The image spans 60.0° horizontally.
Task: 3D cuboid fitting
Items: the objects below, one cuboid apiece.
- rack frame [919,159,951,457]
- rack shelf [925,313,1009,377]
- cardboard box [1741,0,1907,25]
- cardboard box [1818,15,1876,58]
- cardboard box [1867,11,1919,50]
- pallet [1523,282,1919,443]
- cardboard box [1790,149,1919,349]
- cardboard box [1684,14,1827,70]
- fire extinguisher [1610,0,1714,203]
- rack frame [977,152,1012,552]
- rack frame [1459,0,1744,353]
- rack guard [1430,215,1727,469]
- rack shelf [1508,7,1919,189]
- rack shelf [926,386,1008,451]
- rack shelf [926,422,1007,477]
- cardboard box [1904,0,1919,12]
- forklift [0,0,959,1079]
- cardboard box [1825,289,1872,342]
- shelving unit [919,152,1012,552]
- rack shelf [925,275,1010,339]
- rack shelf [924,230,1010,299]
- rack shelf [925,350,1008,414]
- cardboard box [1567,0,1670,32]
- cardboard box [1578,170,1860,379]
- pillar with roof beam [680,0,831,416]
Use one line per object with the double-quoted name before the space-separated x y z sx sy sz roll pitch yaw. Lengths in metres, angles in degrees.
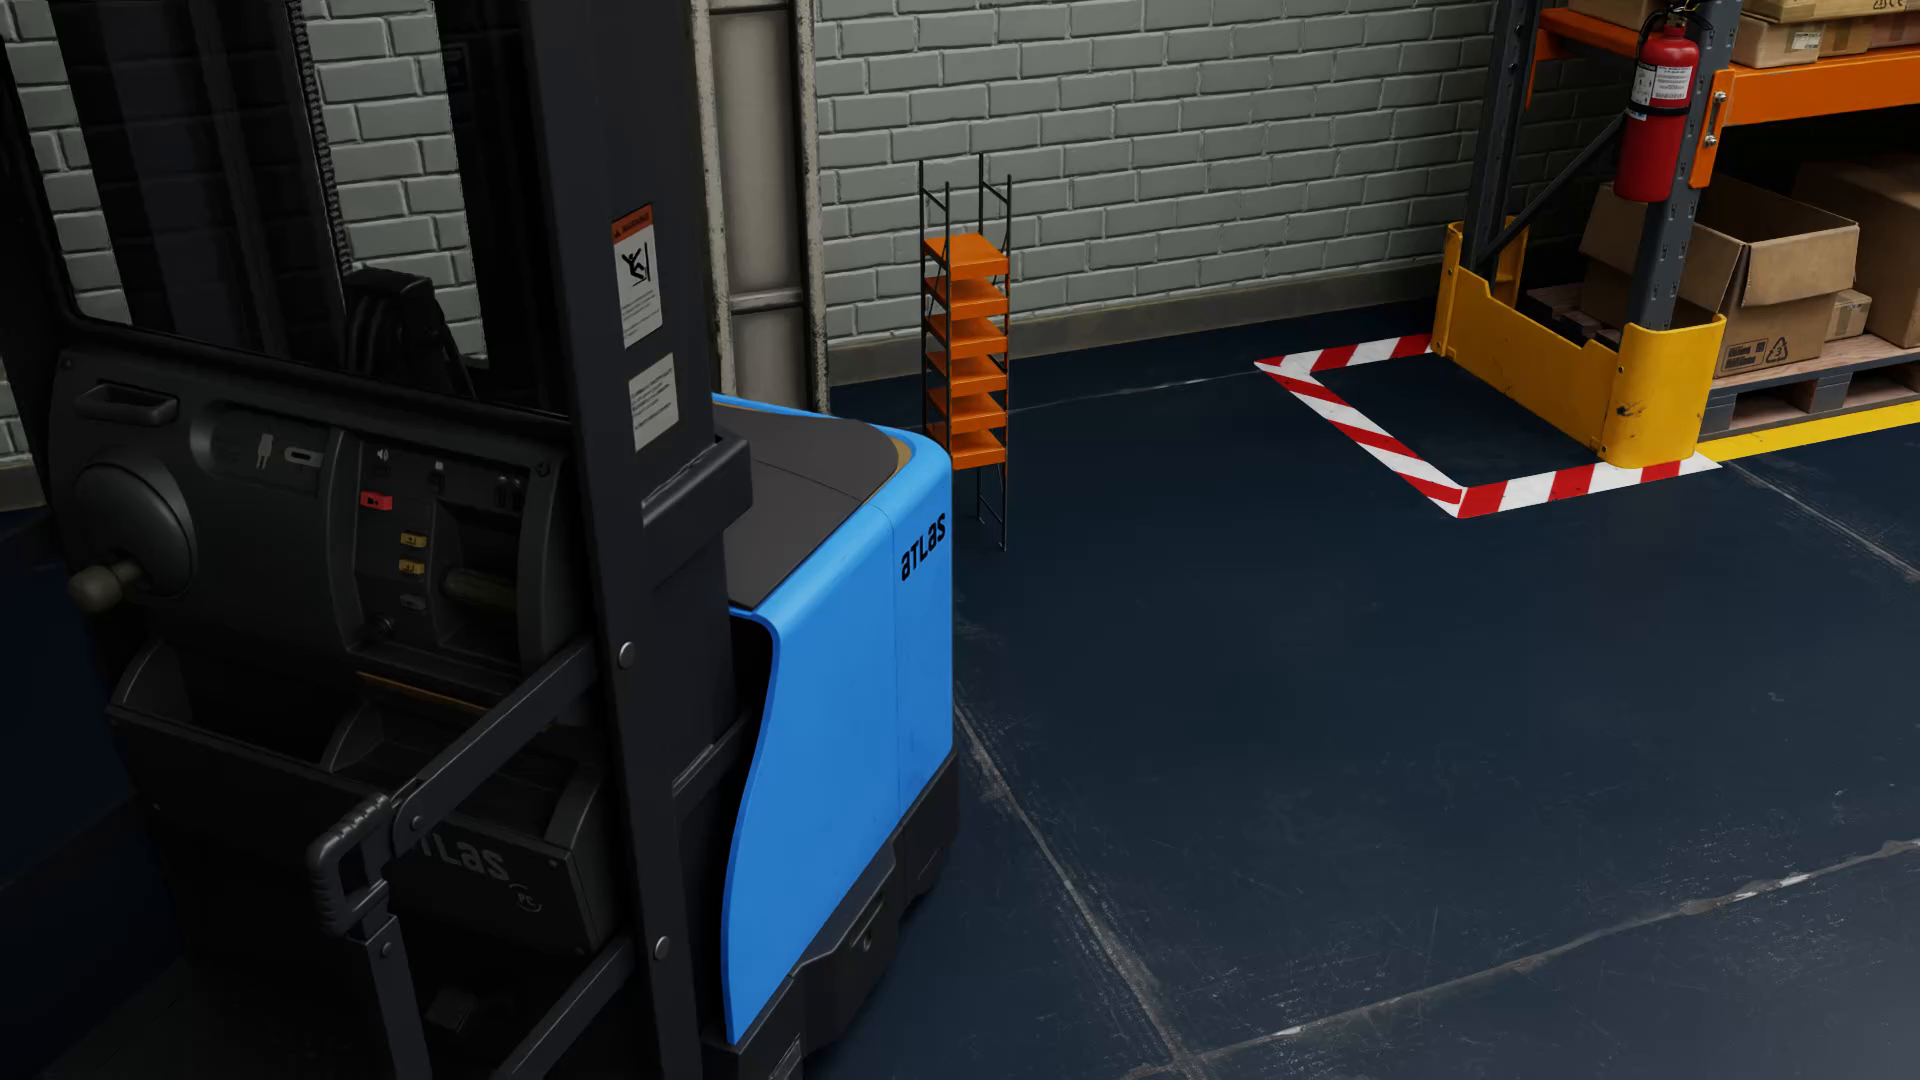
"rack frame" -0.072 -0.508 4.930 0.006 1.200 0.240 -10 31 -18
"rack shelf" 0.014 -0.589 4.920 0.180 0.103 0.258 -10 31 -18
"cardboard box" 2.655 -1.841 5.302 0.500 0.250 0.500 -10 31 -17
"cardboard box" 2.762 -1.709 5.473 0.250 0.149 0.380 -10 31 -16
"cardboard box" 2.996 -1.771 5.581 0.250 0.149 0.380 -11 31 -18
"pallet" 2.954 -0.763 6.376 1.213 0.211 1.003 -10 31 -18
"cardboard box" 3.557 -1.111 6.271 0.500 0.500 0.700 -9 31 -16
"cardboard box" 2.540 -1.644 5.359 0.250 0.149 0.380 -11 31 -18
"fire extinguisher" 2.159 -1.388 5.111 0.183 0.674 0.296 -10 31 -18
"rack frame" 0.099 -0.540 4.985 0.006 1.200 0.240 -10 31 -18
"rack frame" 2.136 -1.823 5.420 0.127 3.000 1.000 -10 31 -18
"rack guard" 2.207 -0.750 6.062 0.348 0.500 1.175 -10 31 -18
"rack shelf" 4.010 -1.856 6.204 4.000 0.370 1.077 -10 31 -18
"rack shelf" 0.014 -0.381 5.039 0.180 0.103 0.258 -10 31 -18
"rack shelf" 0.014 -0.277 5.098 0.180 0.103 0.258 -10 31 -18
"cardboard box" 3.127 -1.928 5.455 0.500 0.250 0.500 -10 31 -17
"forklift" -1.058 0.017 2.259 1.130 2.935 3.031 12 32 20
"cardboard box" 3.154 -0.884 6.227 0.250 0.149 0.380 -12 32 -20
"shelving unit" 0.014 -0.524 4.957 0.189 1.200 0.258 -10 31 -18
"rack shelf" 0.014 -0.694 4.861 0.180 0.103 0.258 -10 31 -18
"rack shelf" 0.014 -0.798 4.801 0.180 0.103 0.258 -10 31 -18
"rack shelf" 0.014 -0.485 4.979 0.180 0.103 0.258 -10 31 -18
"cardboard box" 2.353 -1.896 5.802 0.250 0.149 0.380 -11 31 -18
"cardboard box" 2.742 -0.983 6.043 0.637 0.503 0.797 -12 32 -20
"pillar with roof beam" 0.796 -2.386 0.347 0.400 9.000 9.100 -10 31 -18
